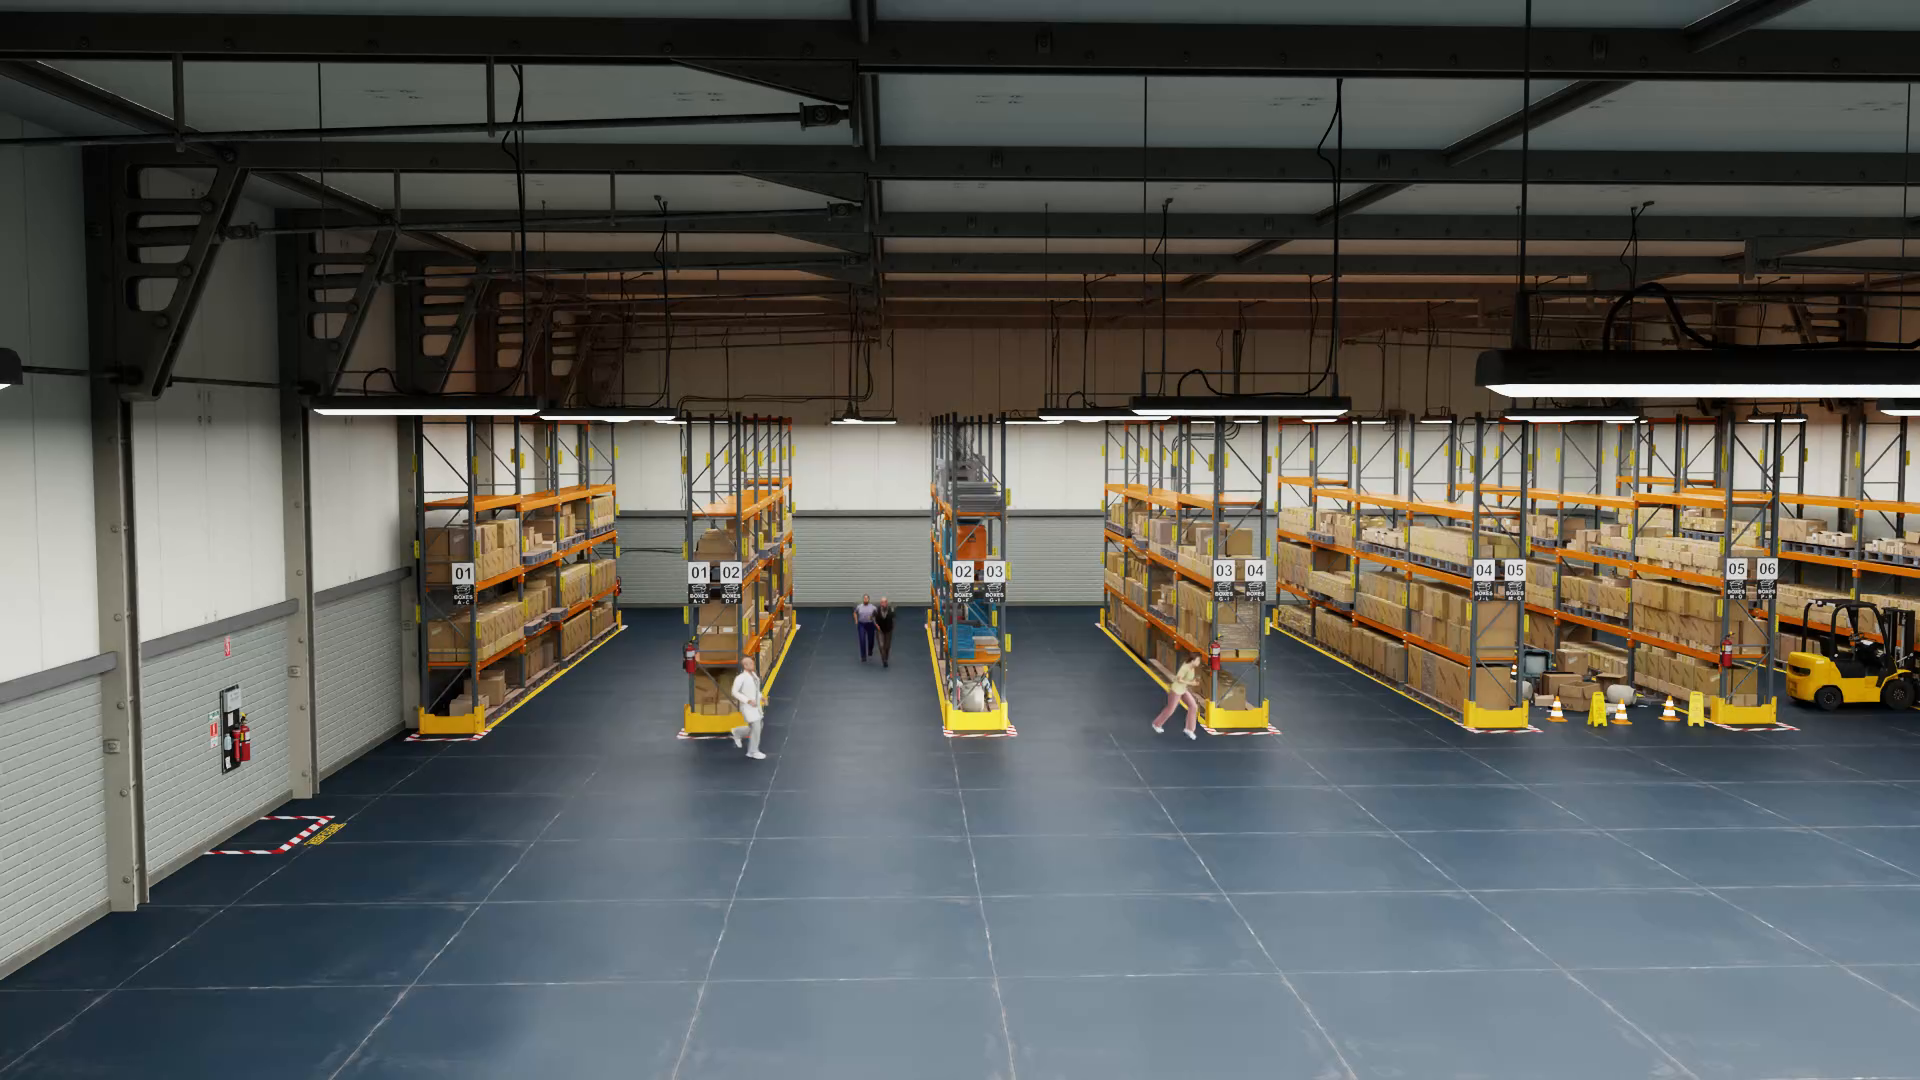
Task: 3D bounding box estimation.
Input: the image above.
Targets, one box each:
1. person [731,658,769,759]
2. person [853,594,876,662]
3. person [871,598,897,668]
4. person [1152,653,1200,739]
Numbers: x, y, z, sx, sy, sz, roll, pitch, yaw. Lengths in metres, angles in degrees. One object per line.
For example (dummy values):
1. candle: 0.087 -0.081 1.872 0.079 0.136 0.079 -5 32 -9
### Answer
1. person: -3.662 2.905 28.800 0.646 1.744 0.712 2 4 21
2. person: -2.302 2.141 40.671 0.618 1.612 0.866 0 4 -3
3. person: -1.826 2.189 39.921 0.636 1.671 0.809 0 4 -2
4. person: 3.994 2.865 30.731 0.943 1.623 0.617 2 4 29
